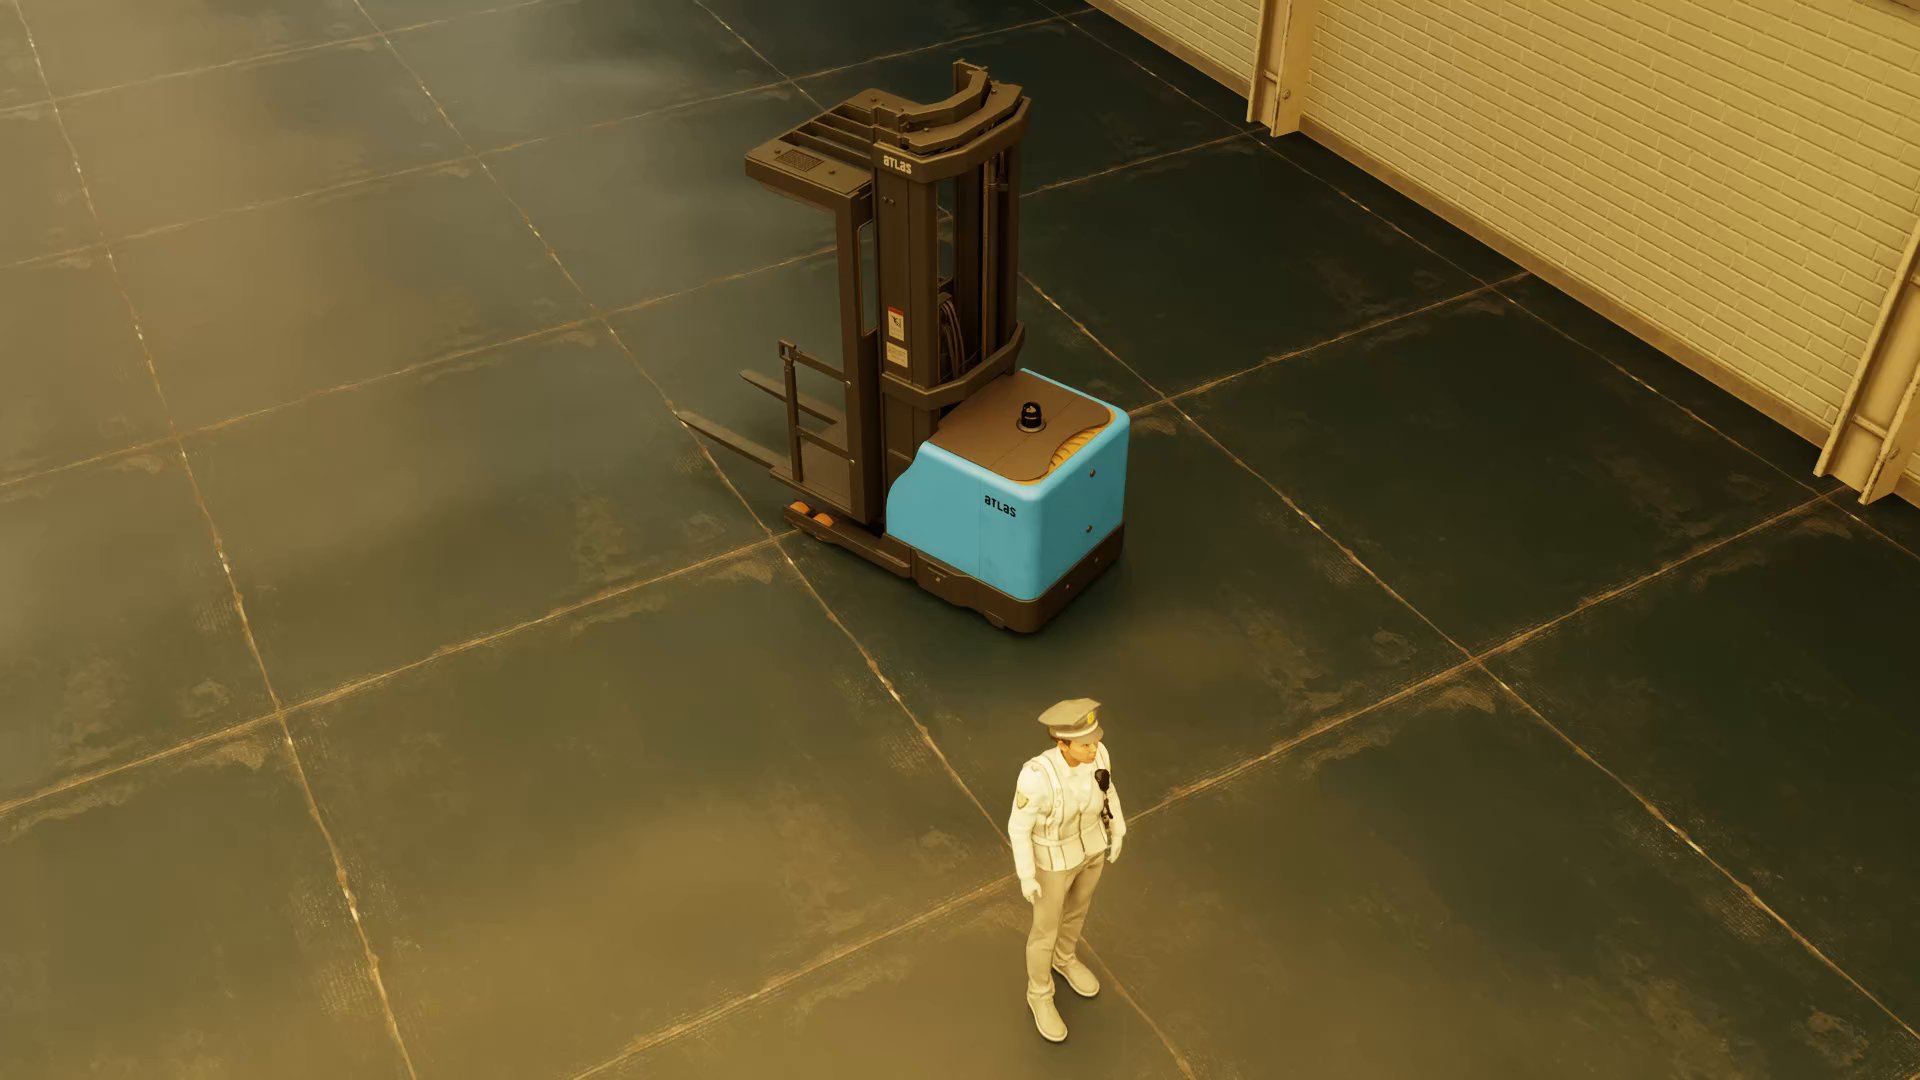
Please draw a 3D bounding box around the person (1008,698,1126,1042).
[{"bbox_3d":[0.511,1.408,7.295,0.586,1.694,0.533,-23,45,-26],"label":"person"}]

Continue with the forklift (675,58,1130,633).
[{"bbox_3d":[-0.481,-1.366,9.683,3.031,2.935,1.130,26,46,28],"label":"forklift"}]
